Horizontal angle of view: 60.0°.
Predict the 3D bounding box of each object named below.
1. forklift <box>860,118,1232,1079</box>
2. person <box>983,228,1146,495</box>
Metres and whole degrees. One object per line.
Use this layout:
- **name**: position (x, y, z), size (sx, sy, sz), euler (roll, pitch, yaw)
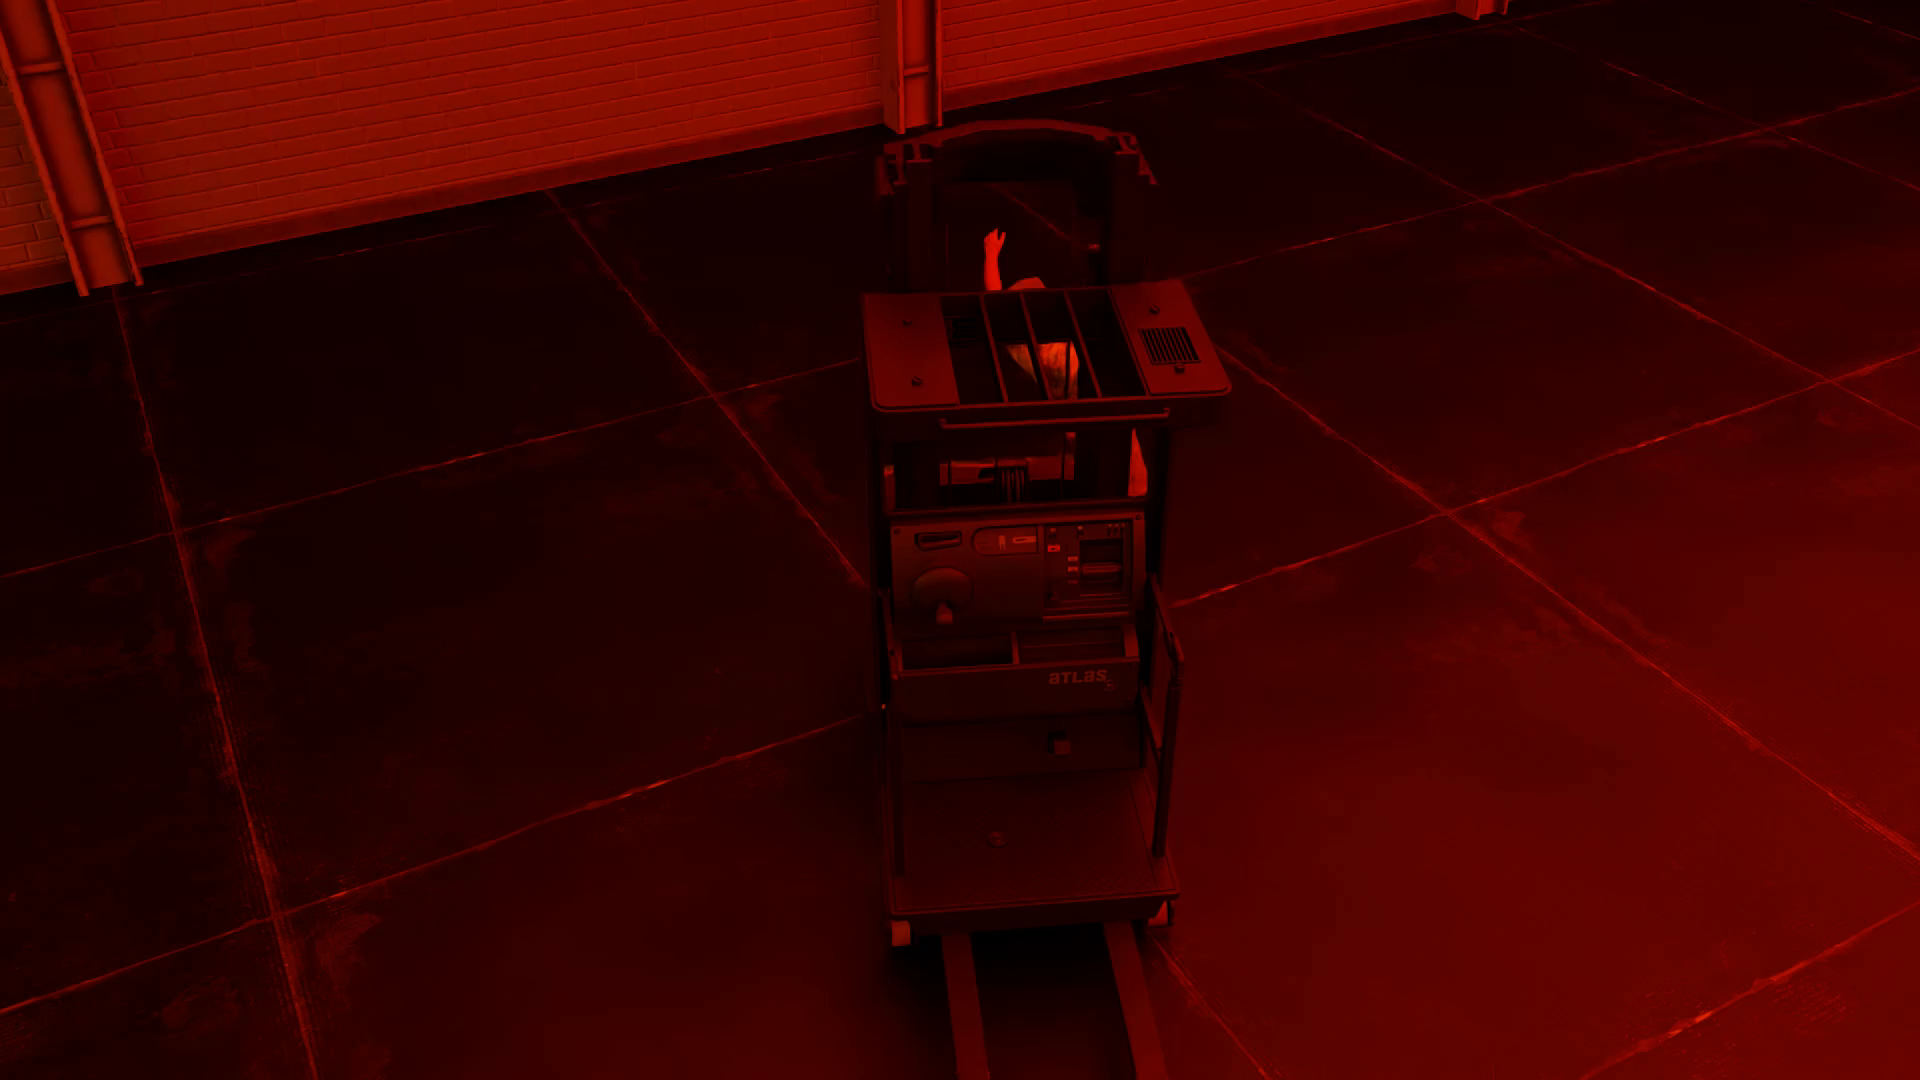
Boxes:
- **forklift**: position (0.237, 0.166, 5.888), size (1.130, 2.935, 3.031), euler (-3, 35, -5)
- **person**: position (0.527, -0.814, 8.431), size (0.865, 1.679, 1.097), euler (-16, 38, -21)
